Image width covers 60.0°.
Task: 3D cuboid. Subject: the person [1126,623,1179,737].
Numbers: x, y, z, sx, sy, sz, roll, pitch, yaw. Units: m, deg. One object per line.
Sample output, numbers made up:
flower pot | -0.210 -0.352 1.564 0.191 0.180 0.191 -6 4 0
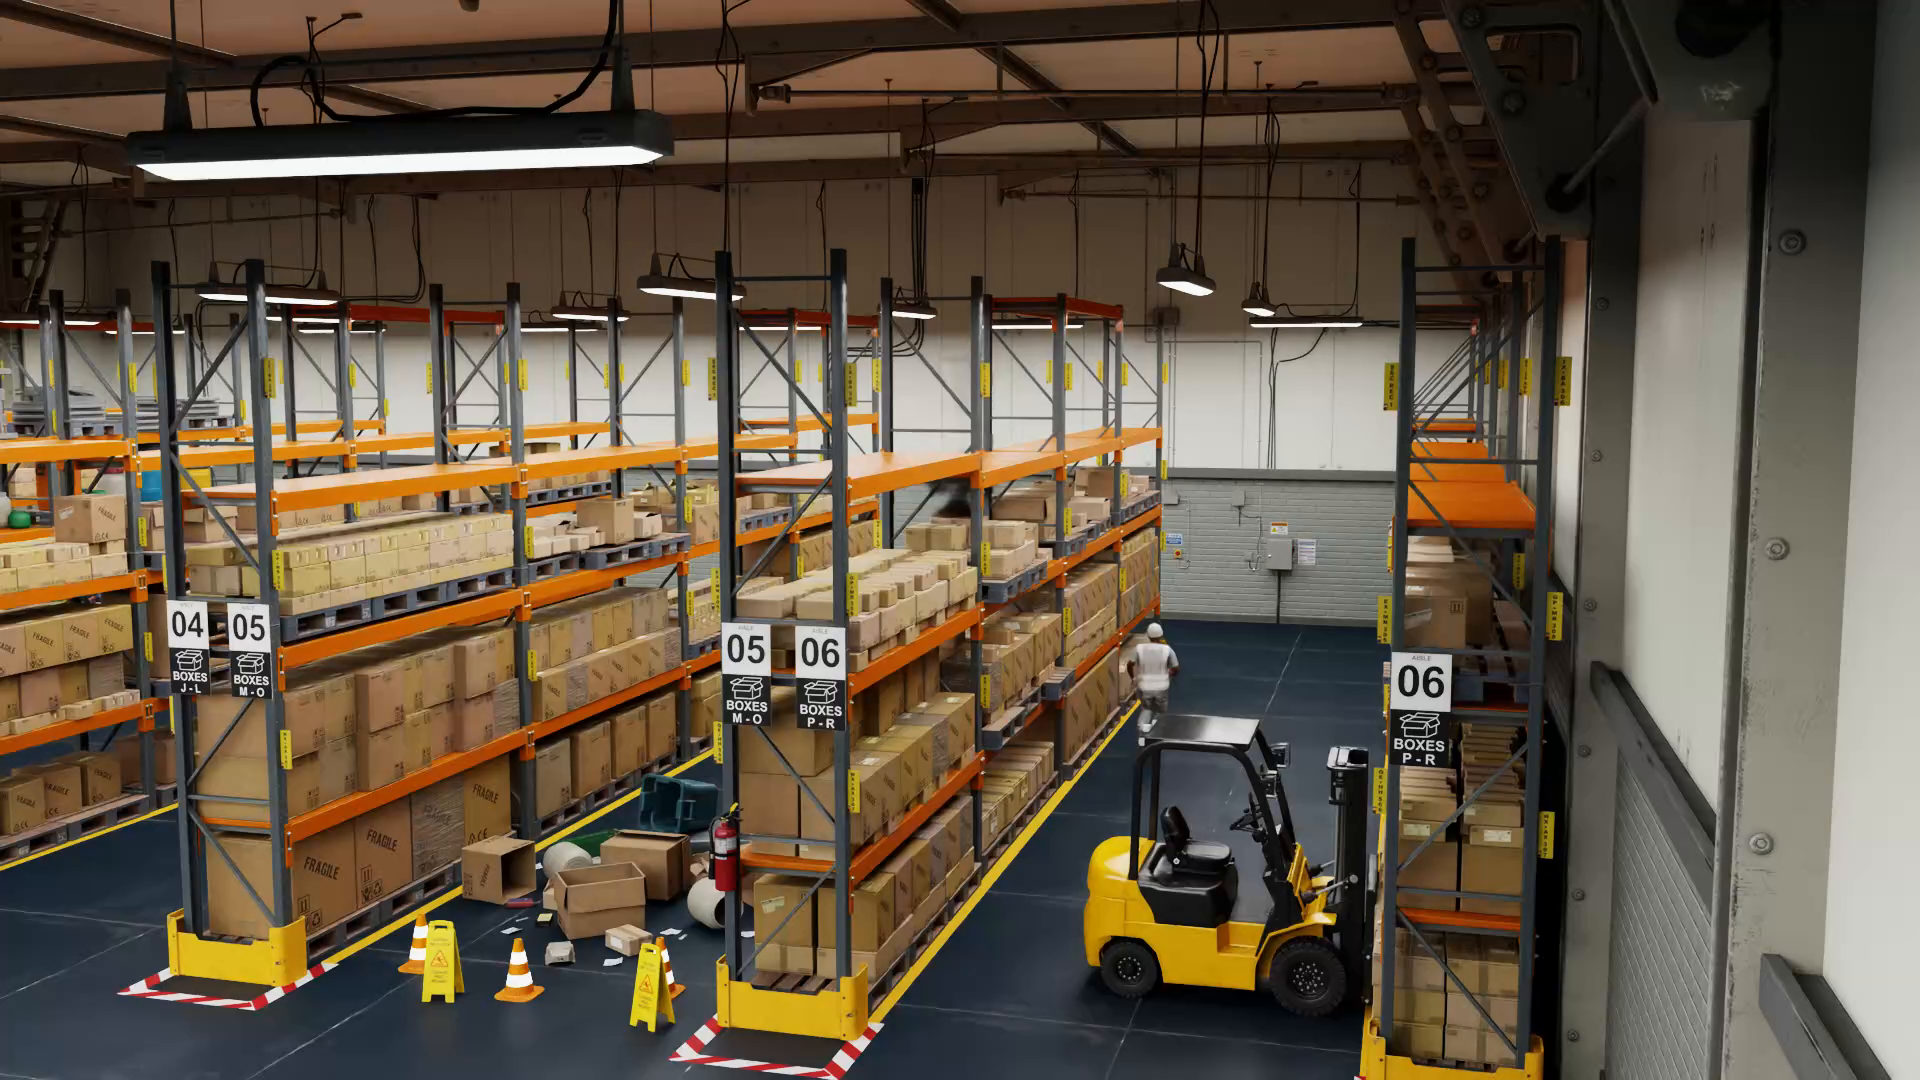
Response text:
person | 2.583 1.960 22.197 0.683 1.737 0.595 1 6 13
